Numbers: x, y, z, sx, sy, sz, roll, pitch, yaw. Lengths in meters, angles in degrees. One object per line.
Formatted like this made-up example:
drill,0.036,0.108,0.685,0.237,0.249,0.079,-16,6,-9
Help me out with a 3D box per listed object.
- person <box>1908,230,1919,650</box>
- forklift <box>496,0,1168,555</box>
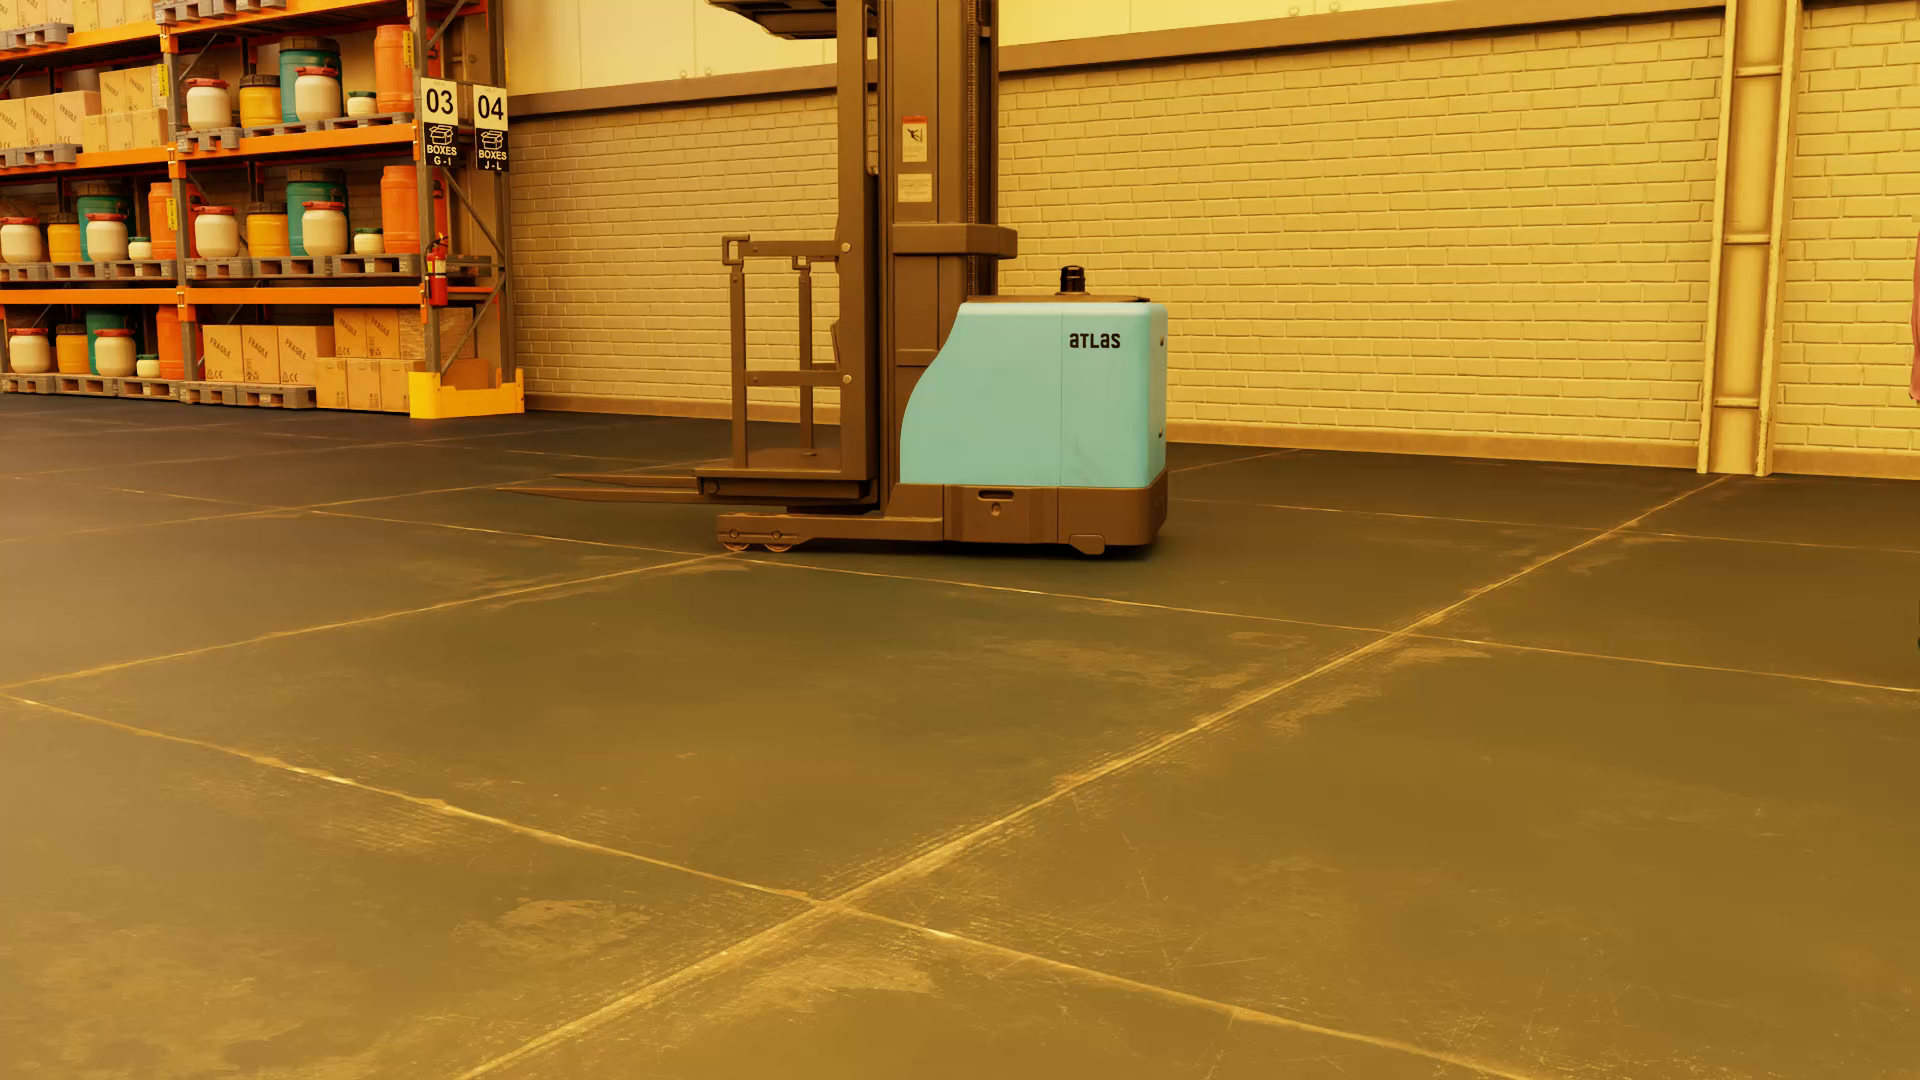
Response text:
person,2.912,-0.394,4.651,0.475,1.597,0.520,4,9,24
forklift,-0.596,-1.469,7.520,3.031,2.935,1.130,2,8,12
